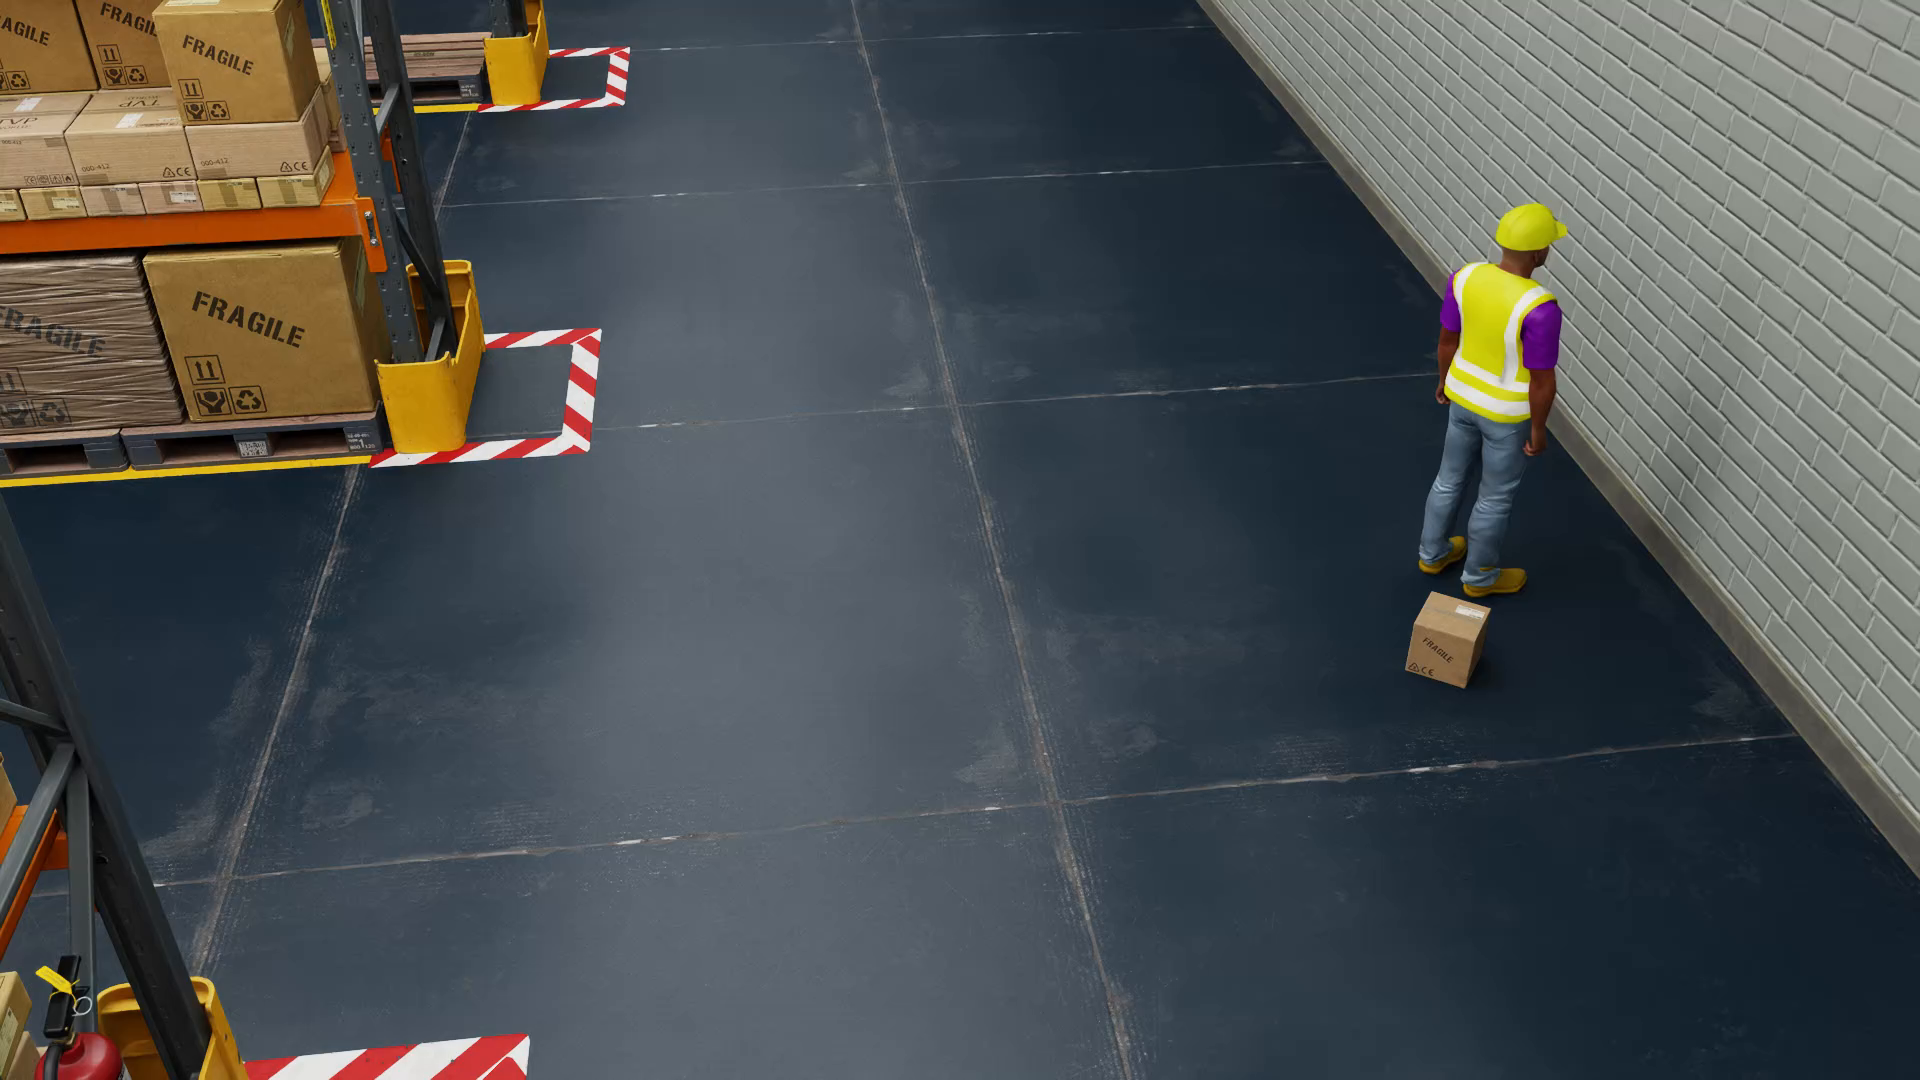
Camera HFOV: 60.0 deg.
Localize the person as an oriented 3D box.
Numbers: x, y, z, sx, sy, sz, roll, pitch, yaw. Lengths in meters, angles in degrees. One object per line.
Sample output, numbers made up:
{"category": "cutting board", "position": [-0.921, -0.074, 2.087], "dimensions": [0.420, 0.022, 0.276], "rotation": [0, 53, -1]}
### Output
{"category": "person", "position": [2.245, -0.578, 6.957], "dimensions": [0.377, 1.772, 0.564], "rotation": [-21, 40, -28]}
